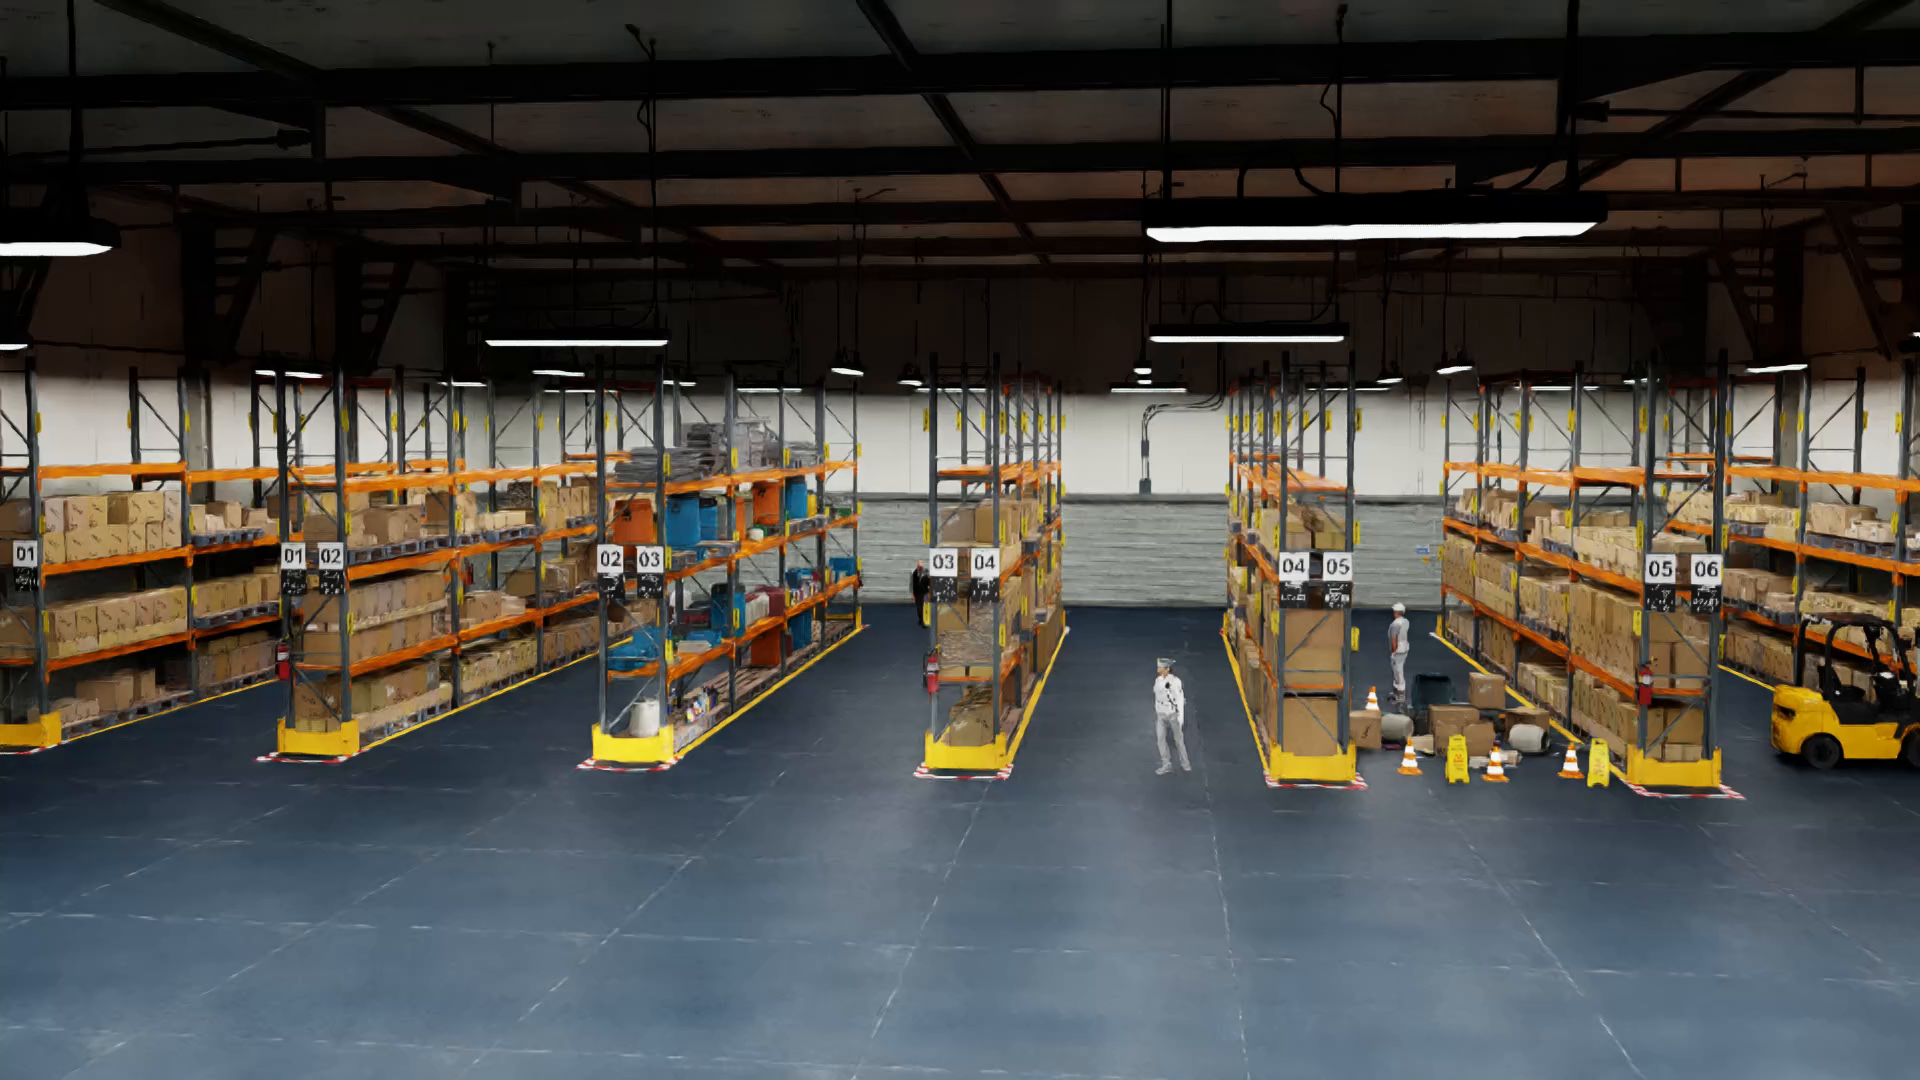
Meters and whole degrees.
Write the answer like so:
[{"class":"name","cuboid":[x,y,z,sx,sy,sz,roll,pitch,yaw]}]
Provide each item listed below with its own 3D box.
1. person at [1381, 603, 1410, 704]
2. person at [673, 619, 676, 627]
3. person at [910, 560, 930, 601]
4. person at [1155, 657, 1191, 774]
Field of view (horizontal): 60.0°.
[{"class":"person","cuboid":[7.734,2.001,29.577,0.487,1.786,0.457,3,5,36]},{"class":"person","cuboid":[-5.822,1.997,34.828,0.423,0.931,0.403,2,5,31]},{"class":"person","cuboid":[-0.960,1.030,40.587,0.544,0.929,0.403,1,4,8]},{"class":"person","cuboid":[3.036,2.495,23.808,0.514,1.664,0.545,4,6,44]}]
